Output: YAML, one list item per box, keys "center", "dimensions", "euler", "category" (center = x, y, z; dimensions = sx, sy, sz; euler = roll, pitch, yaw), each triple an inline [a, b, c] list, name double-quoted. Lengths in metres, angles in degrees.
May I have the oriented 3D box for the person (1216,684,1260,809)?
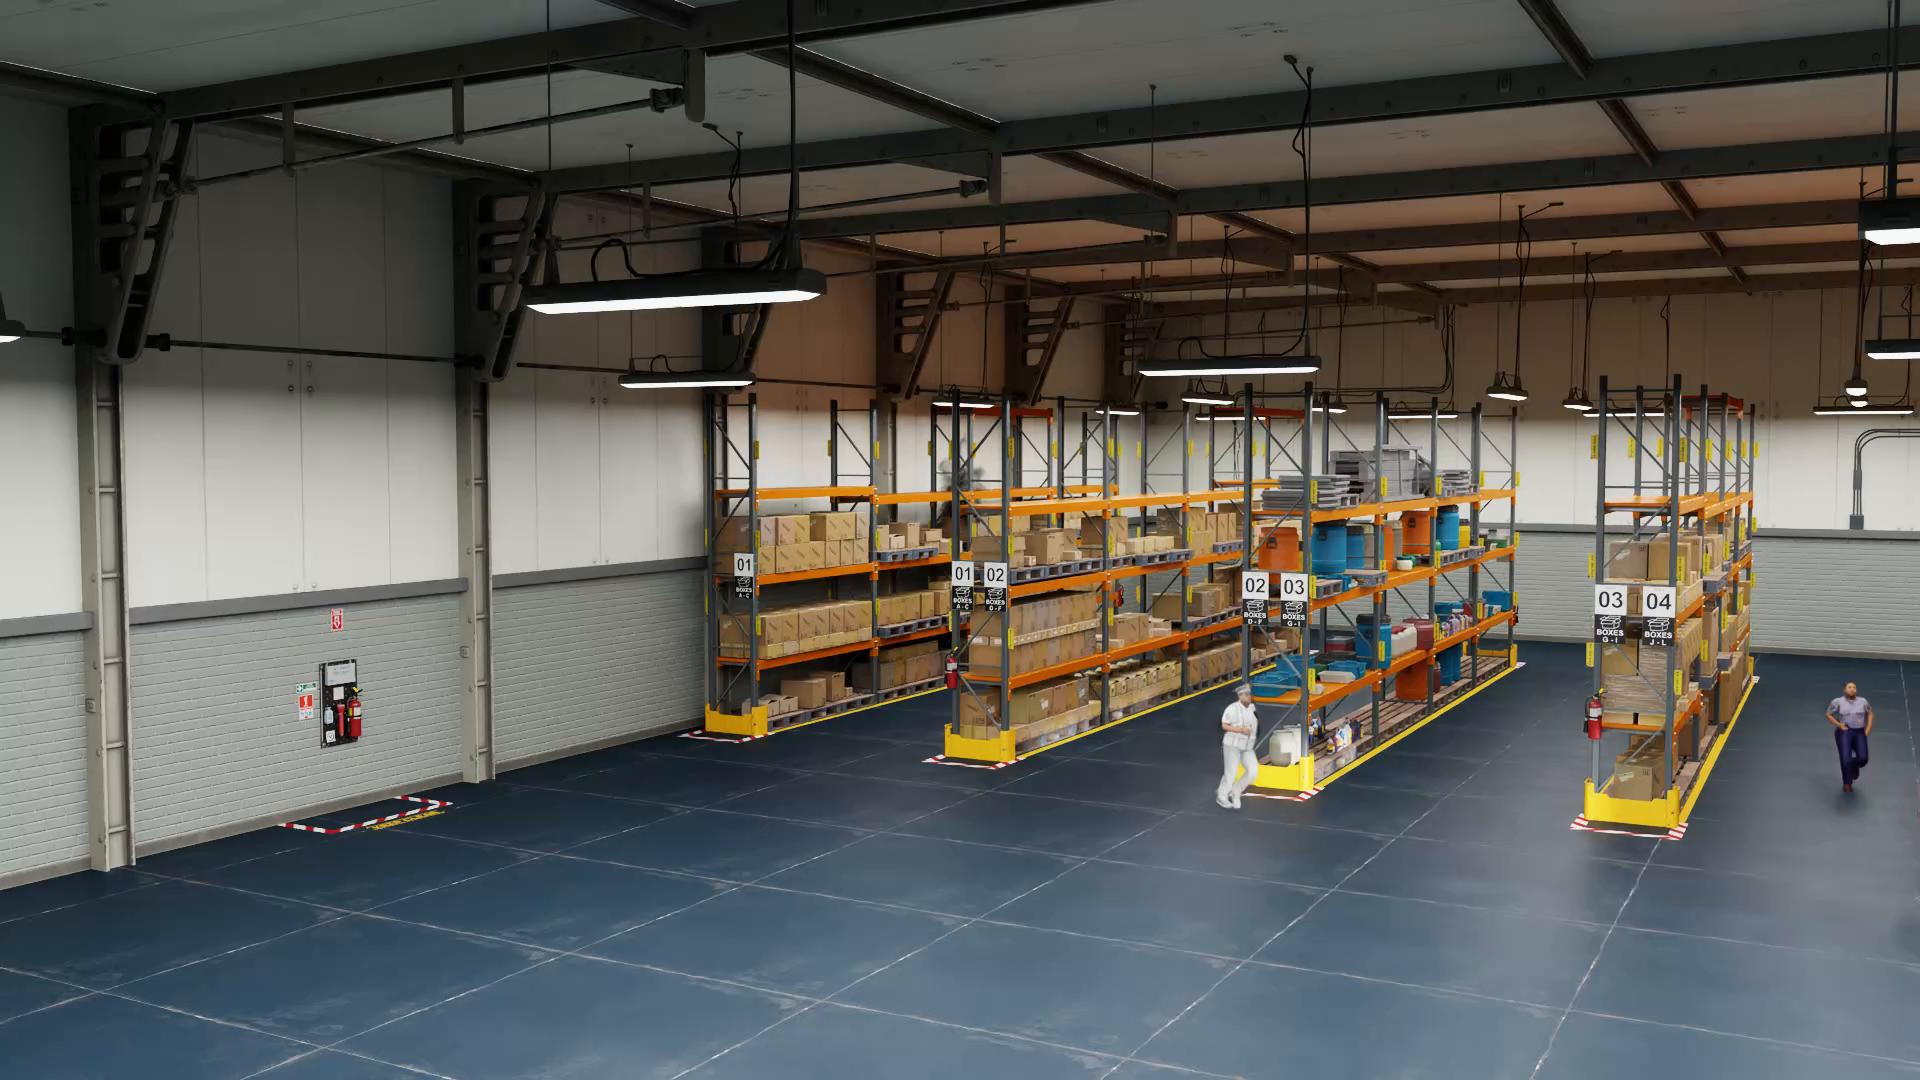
- center: [3.956, 2.890, 23.171]
  dimensions: [0.665, 1.775, 0.667]
  euler: [-1, 3, -26]
  category: "person"

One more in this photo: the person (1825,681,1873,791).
- center: [13.128, 2.885, 24.518]
  dimensions: [0.657, 1.607, 0.540]
  euler: [1, 3, 13]
  category: "person"
